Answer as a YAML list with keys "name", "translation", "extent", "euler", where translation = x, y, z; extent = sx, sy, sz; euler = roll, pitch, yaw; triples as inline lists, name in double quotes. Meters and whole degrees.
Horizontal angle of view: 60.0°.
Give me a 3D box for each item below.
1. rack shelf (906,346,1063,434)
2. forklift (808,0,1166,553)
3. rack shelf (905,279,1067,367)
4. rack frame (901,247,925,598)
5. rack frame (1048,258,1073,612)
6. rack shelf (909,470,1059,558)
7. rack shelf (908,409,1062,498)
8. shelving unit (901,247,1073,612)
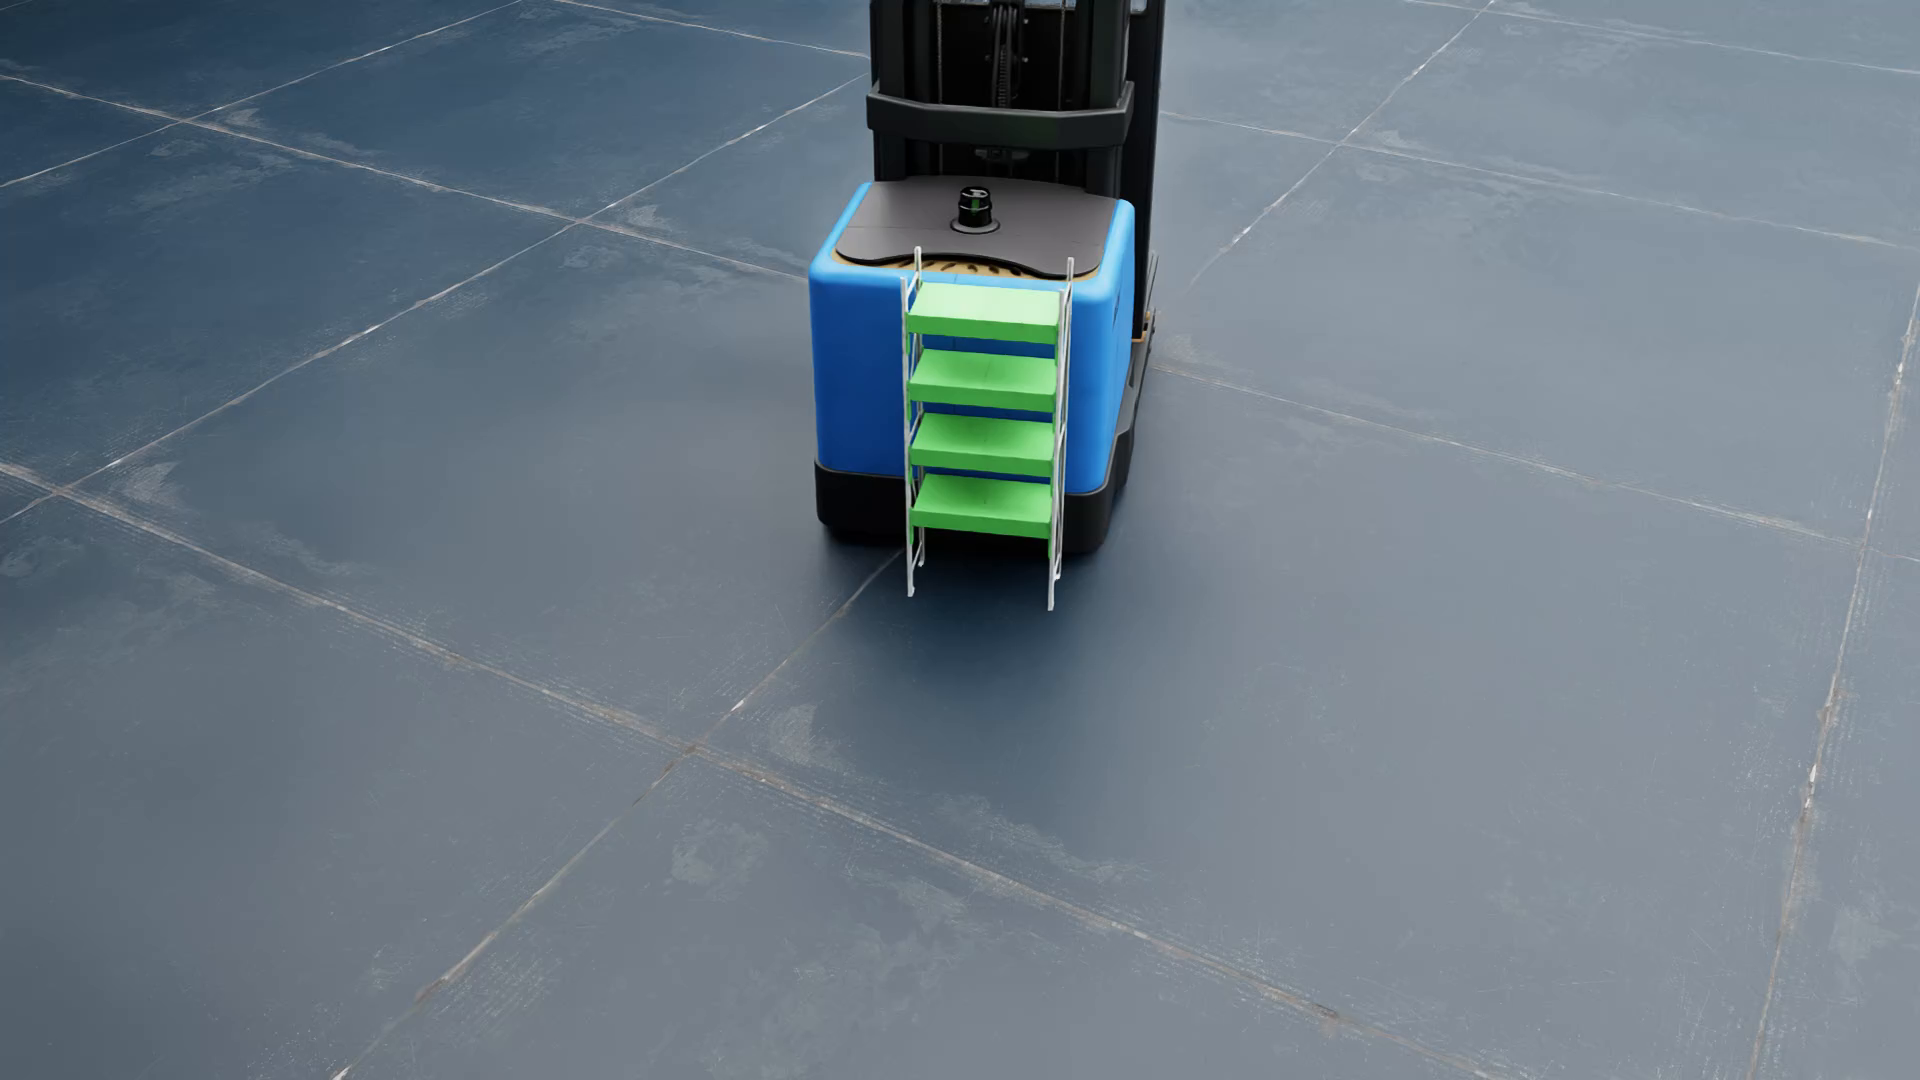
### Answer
- name: "rack shelf"
  translation: [0.087, -0.490, 5.386]
  extent: [0.480, 0.148, 0.258]
  euler: [6, 34, 8]
- name: "forklift"
  translation: [0.252, -1.982, 6.382]
  extent: [1.130, 2.935, 3.031]
  euler: [6, 34, 9]
- name: "rack shelf"
  translation: [0.087, -0.689, 5.253]
  extent: [0.480, 0.148, 0.258]
  euler: [6, 34, 8]
- name: "rack frame"
  translation: [-0.153, -0.366, 5.518]
  extent: [0.015, 1.200, 0.240]
  euler: [6, 34, 8]
- name: "rack frame"
  translation: [0.328, -0.320, 5.449]
  extent: [0.015, 1.200, 0.240]
  euler: [6, 34, 8]
- name: "rack shelf"
  translation: [0.087, -0.090, 5.652]
  extent: [0.480, 0.148, 0.258]
  euler: [6, 34, 8]
- name: "rack shelf"
  translation: [0.087, -0.290, 5.519]
  extent: [0.480, 0.148, 0.258]
  euler: [6, 34, 8]
- name: "shelving unit"
  translation: [0.087, -0.343, 5.484]
  extent: [0.503, 1.200, 0.258]
  euler: [6, 34, 8]
